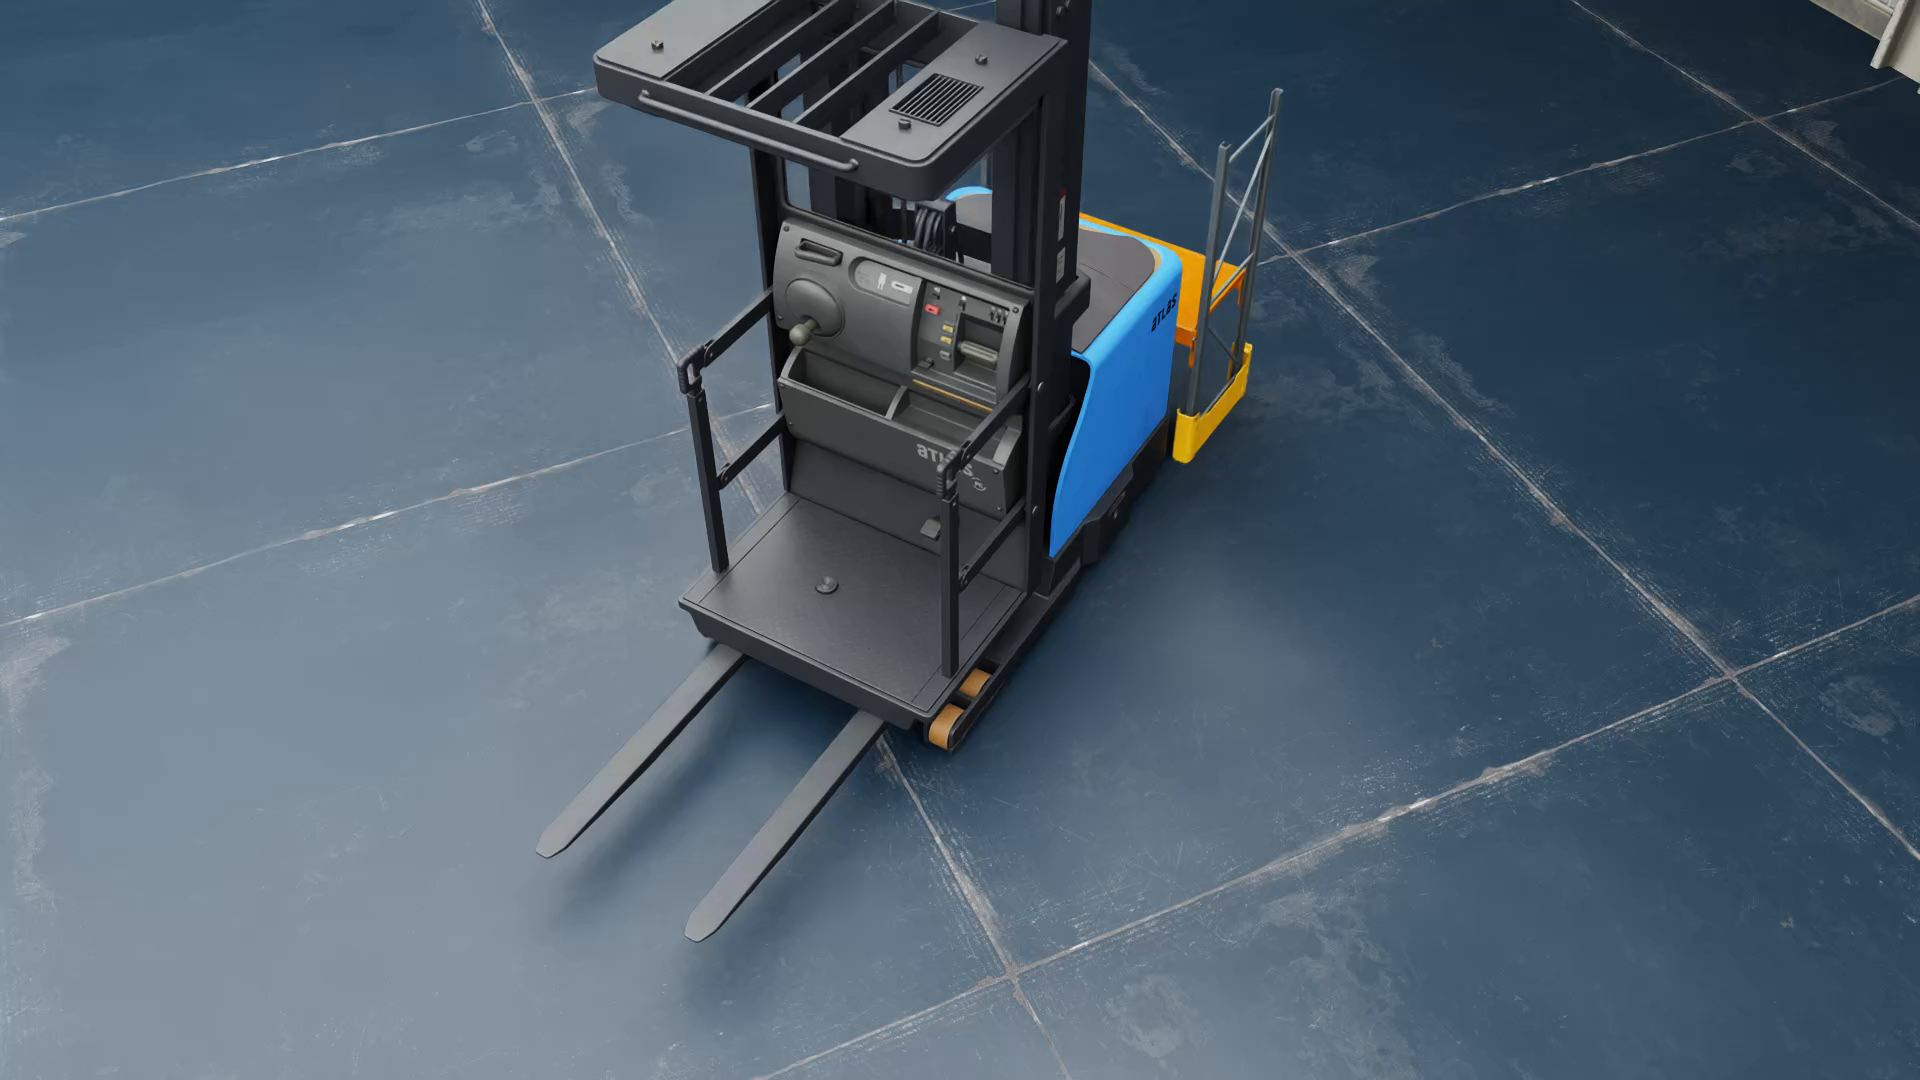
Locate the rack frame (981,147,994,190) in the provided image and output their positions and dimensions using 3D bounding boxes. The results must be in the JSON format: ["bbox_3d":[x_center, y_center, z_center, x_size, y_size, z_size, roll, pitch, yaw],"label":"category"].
[{"bbox_3d":[0.233,-1.428,7.129,0.032,1.500,0.500,24,49,22],"label":"rack frame"}]

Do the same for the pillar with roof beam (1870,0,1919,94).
[{"bbox_3d":[1.516,-4.570,4.975,9.100,9.000,0.400,-18,47,-17],"label":"pillar with roof beam"}]

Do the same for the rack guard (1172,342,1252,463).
[{"bbox_3d":[1.091,-0.601,7.181,0.087,0.250,0.587,24,49,22],"label":"rack guard"}]

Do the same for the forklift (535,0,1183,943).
[{"bbox_3d":[-0.322,-0.666,5.338,1.130,2.935,3.031,23,49,21],"label":"forklift"}]

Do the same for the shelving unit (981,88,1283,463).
[{"bbox_3d":[0.670,-1.233,6.932,1.083,1.500,0.587,24,49,22],"label":"shelving unit"}]

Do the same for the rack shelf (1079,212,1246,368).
[{"bbox_3d":[0.662,-1.108,7.061,1.000,0.185,0.538,24,49,22],"label":"rack shelf"}]

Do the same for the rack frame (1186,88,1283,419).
[{"bbox_3d":[1.092,-1.045,6.741,0.032,1.500,0.500,24,49,22],"label":"rack frame"}]
